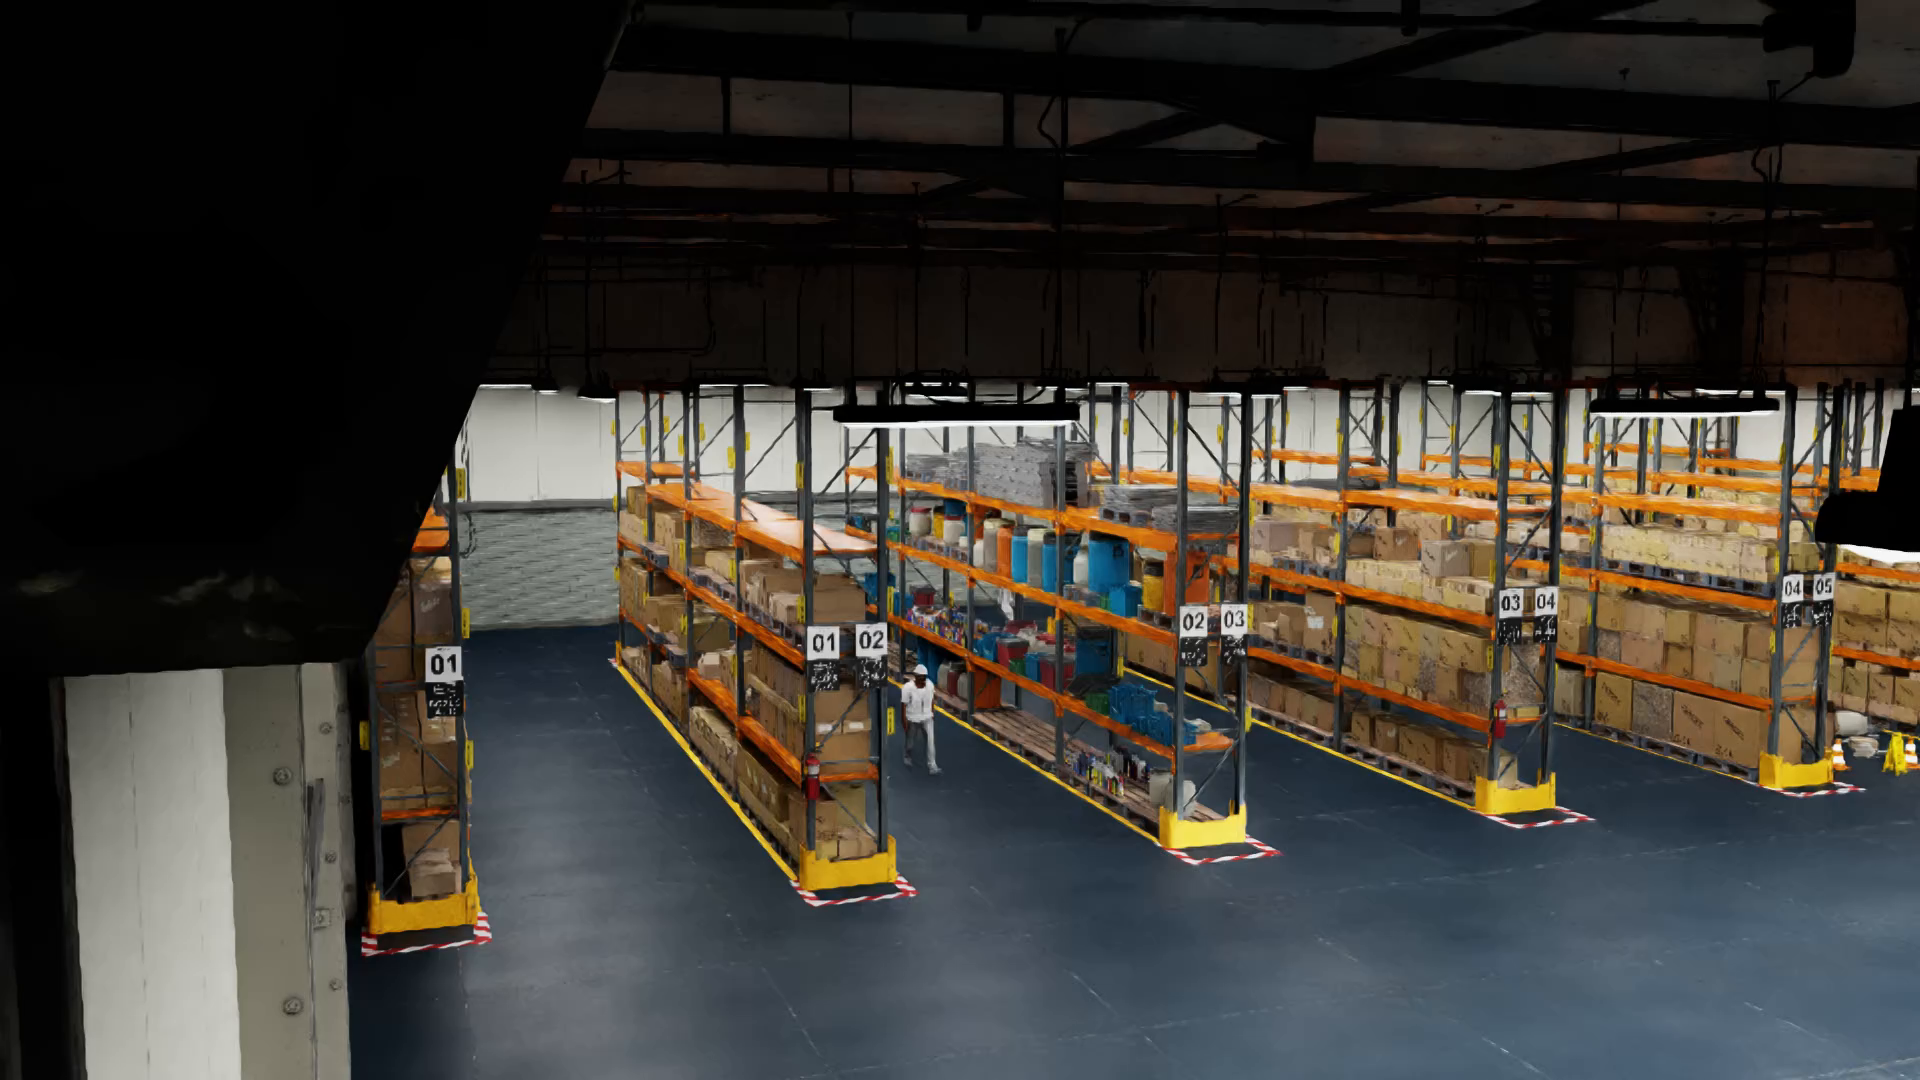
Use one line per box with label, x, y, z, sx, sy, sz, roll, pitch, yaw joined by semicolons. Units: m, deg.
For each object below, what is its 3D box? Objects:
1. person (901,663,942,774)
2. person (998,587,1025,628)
person;-0.638;2.749;25.852;0.577;1.691;1.121;-2;6;-17
person;1.209;1.451;38.016;0.586;1.700;1.193;-2;6;-21
